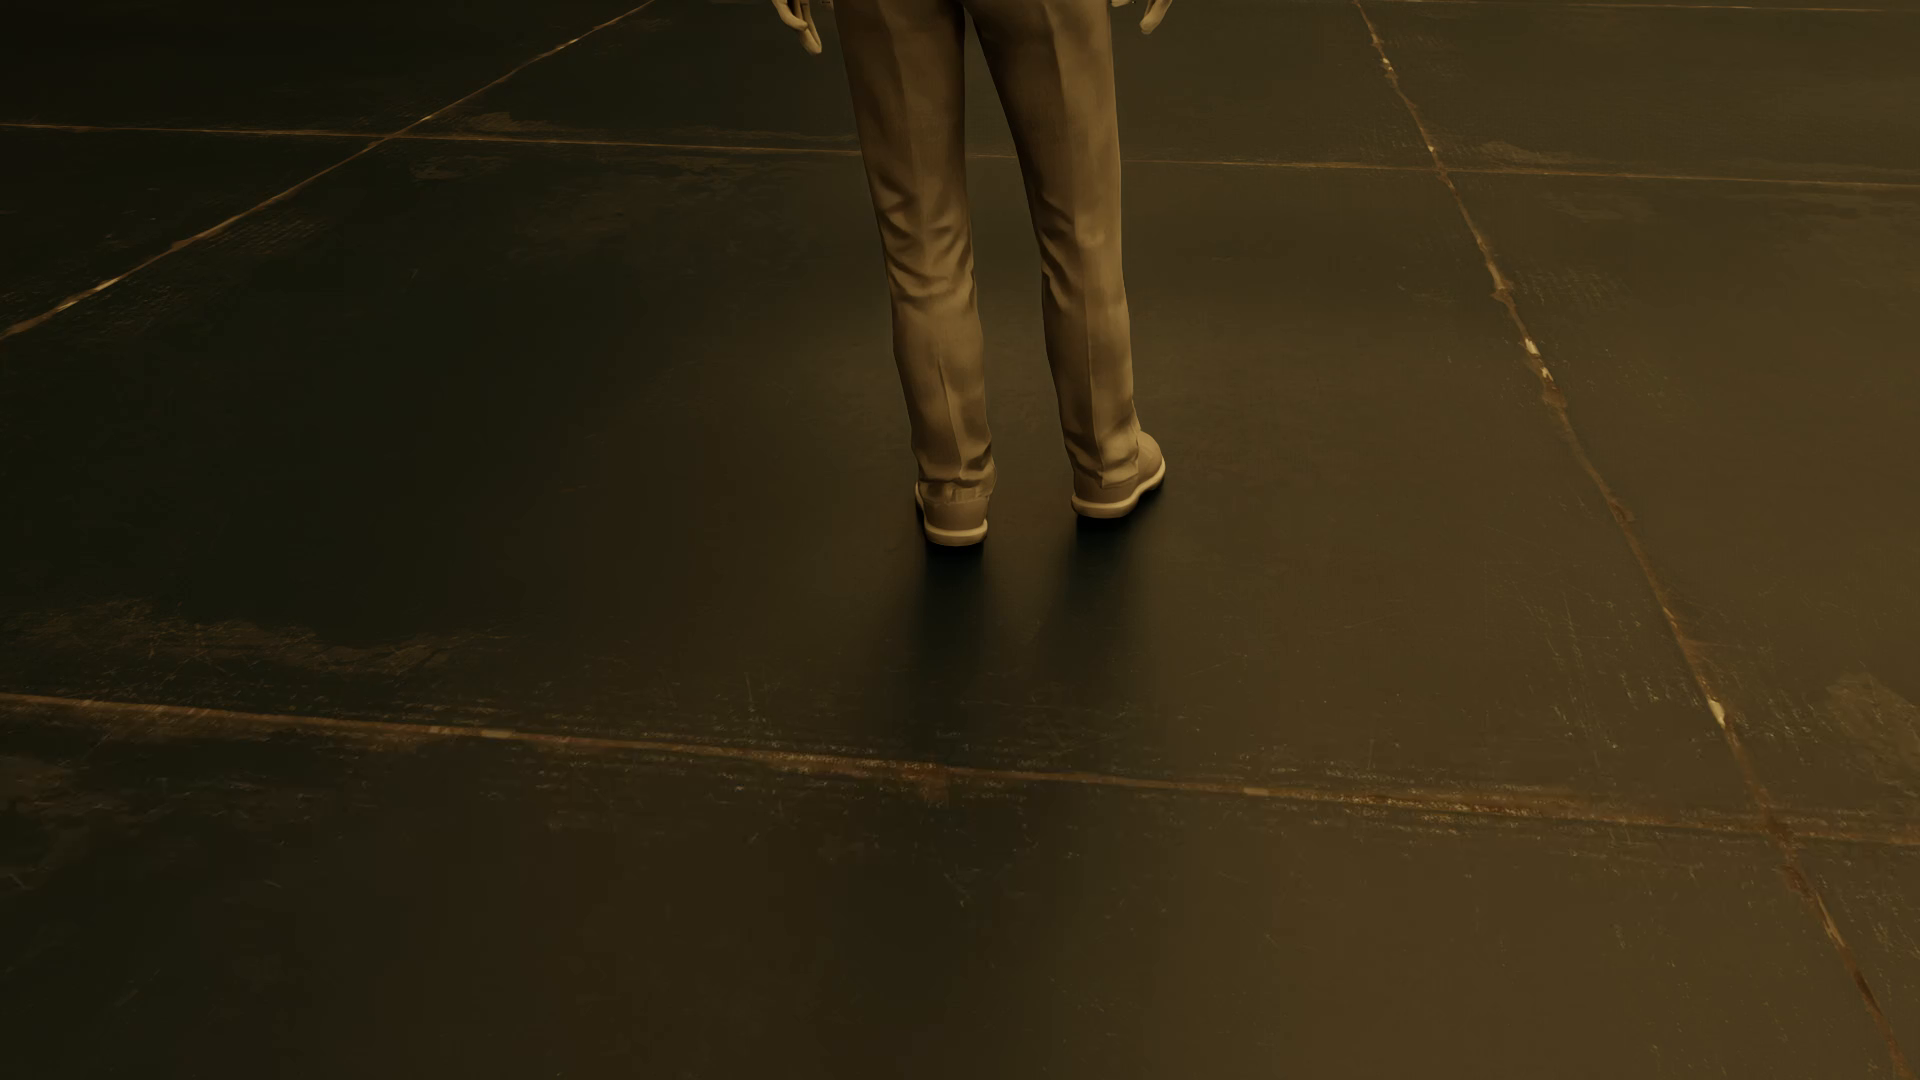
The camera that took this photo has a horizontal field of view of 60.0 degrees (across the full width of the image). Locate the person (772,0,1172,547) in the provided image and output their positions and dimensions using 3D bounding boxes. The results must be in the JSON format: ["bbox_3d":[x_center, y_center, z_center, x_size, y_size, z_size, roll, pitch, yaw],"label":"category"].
[{"bbox_3d":[0.015,-0.794,2.179,0.587,1.695,0.531,3,27,7],"label":"person"}]
